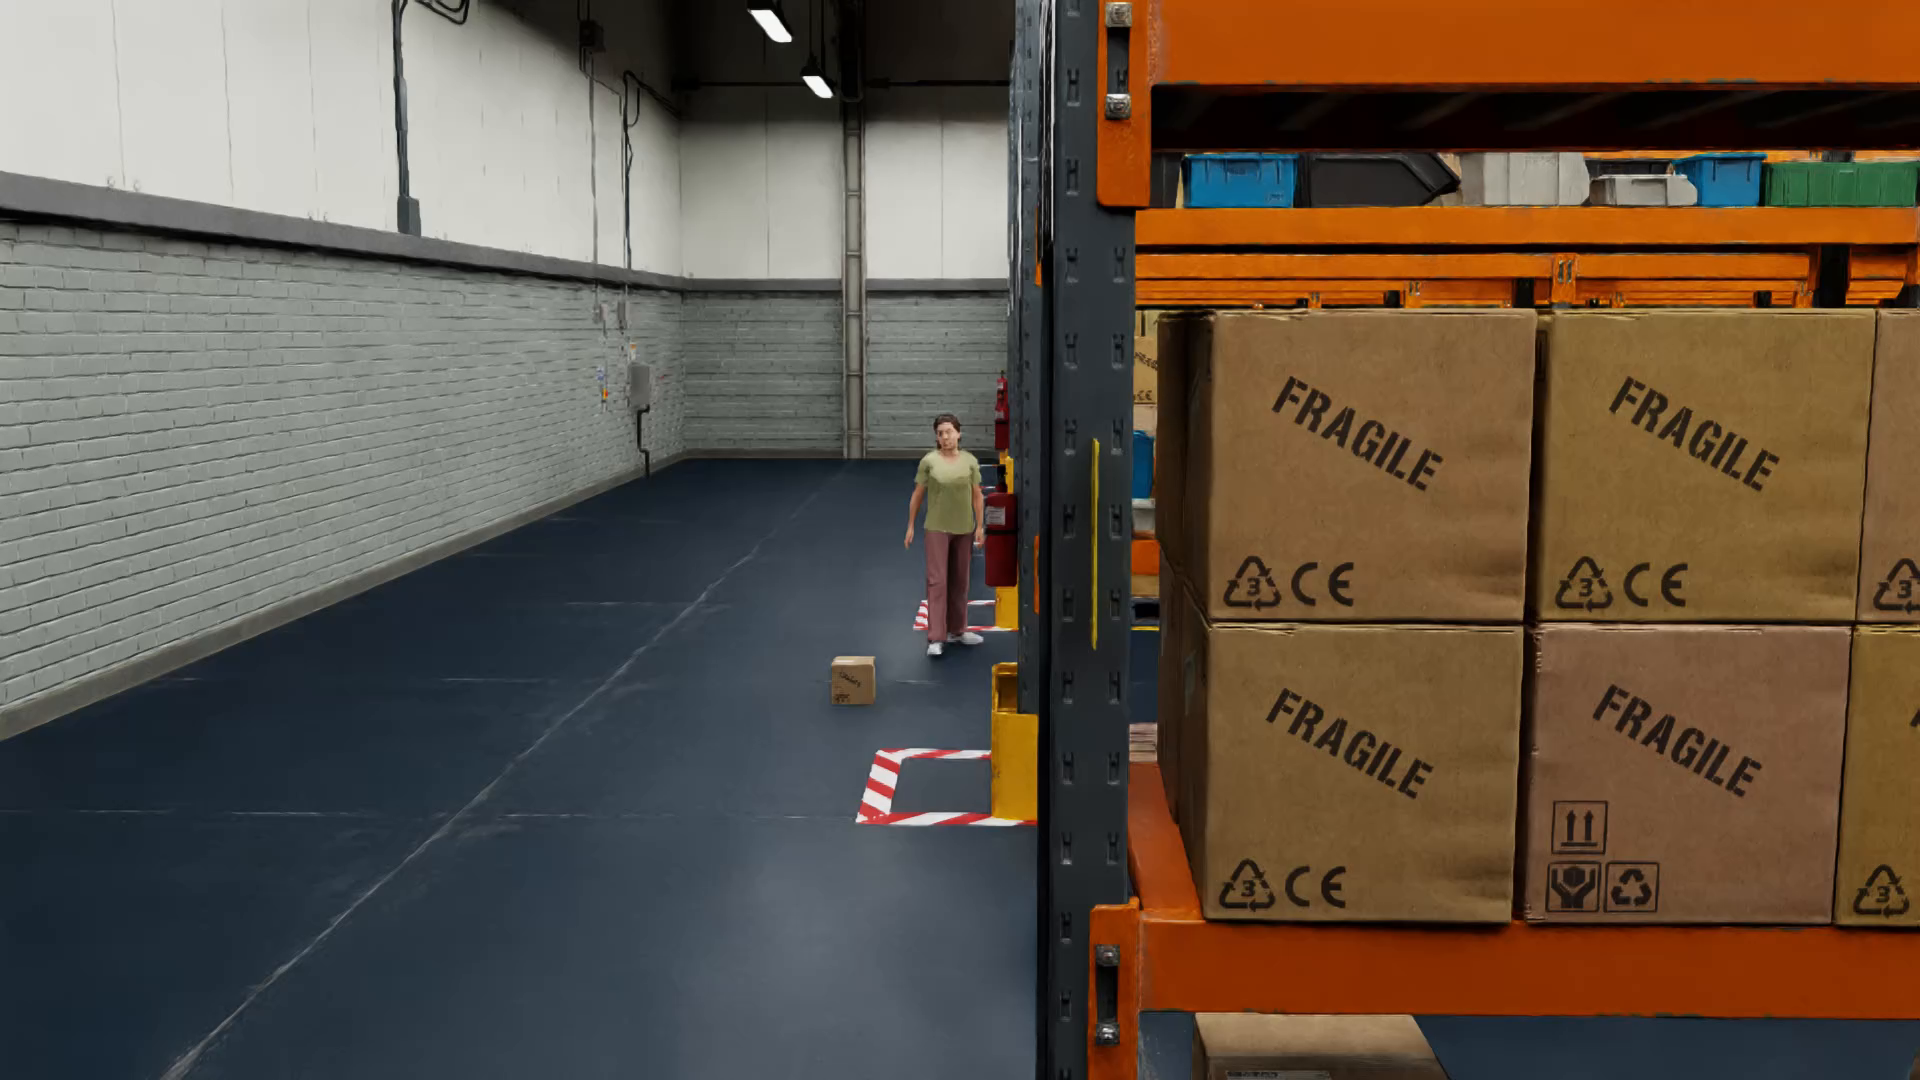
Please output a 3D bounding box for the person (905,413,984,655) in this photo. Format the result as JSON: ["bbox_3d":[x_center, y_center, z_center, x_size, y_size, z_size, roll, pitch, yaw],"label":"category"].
[{"bbox_3d":[-0.089,-0.051,11.604,0.576,1.664,0.623,-2,8,-14],"label":"person"}]
